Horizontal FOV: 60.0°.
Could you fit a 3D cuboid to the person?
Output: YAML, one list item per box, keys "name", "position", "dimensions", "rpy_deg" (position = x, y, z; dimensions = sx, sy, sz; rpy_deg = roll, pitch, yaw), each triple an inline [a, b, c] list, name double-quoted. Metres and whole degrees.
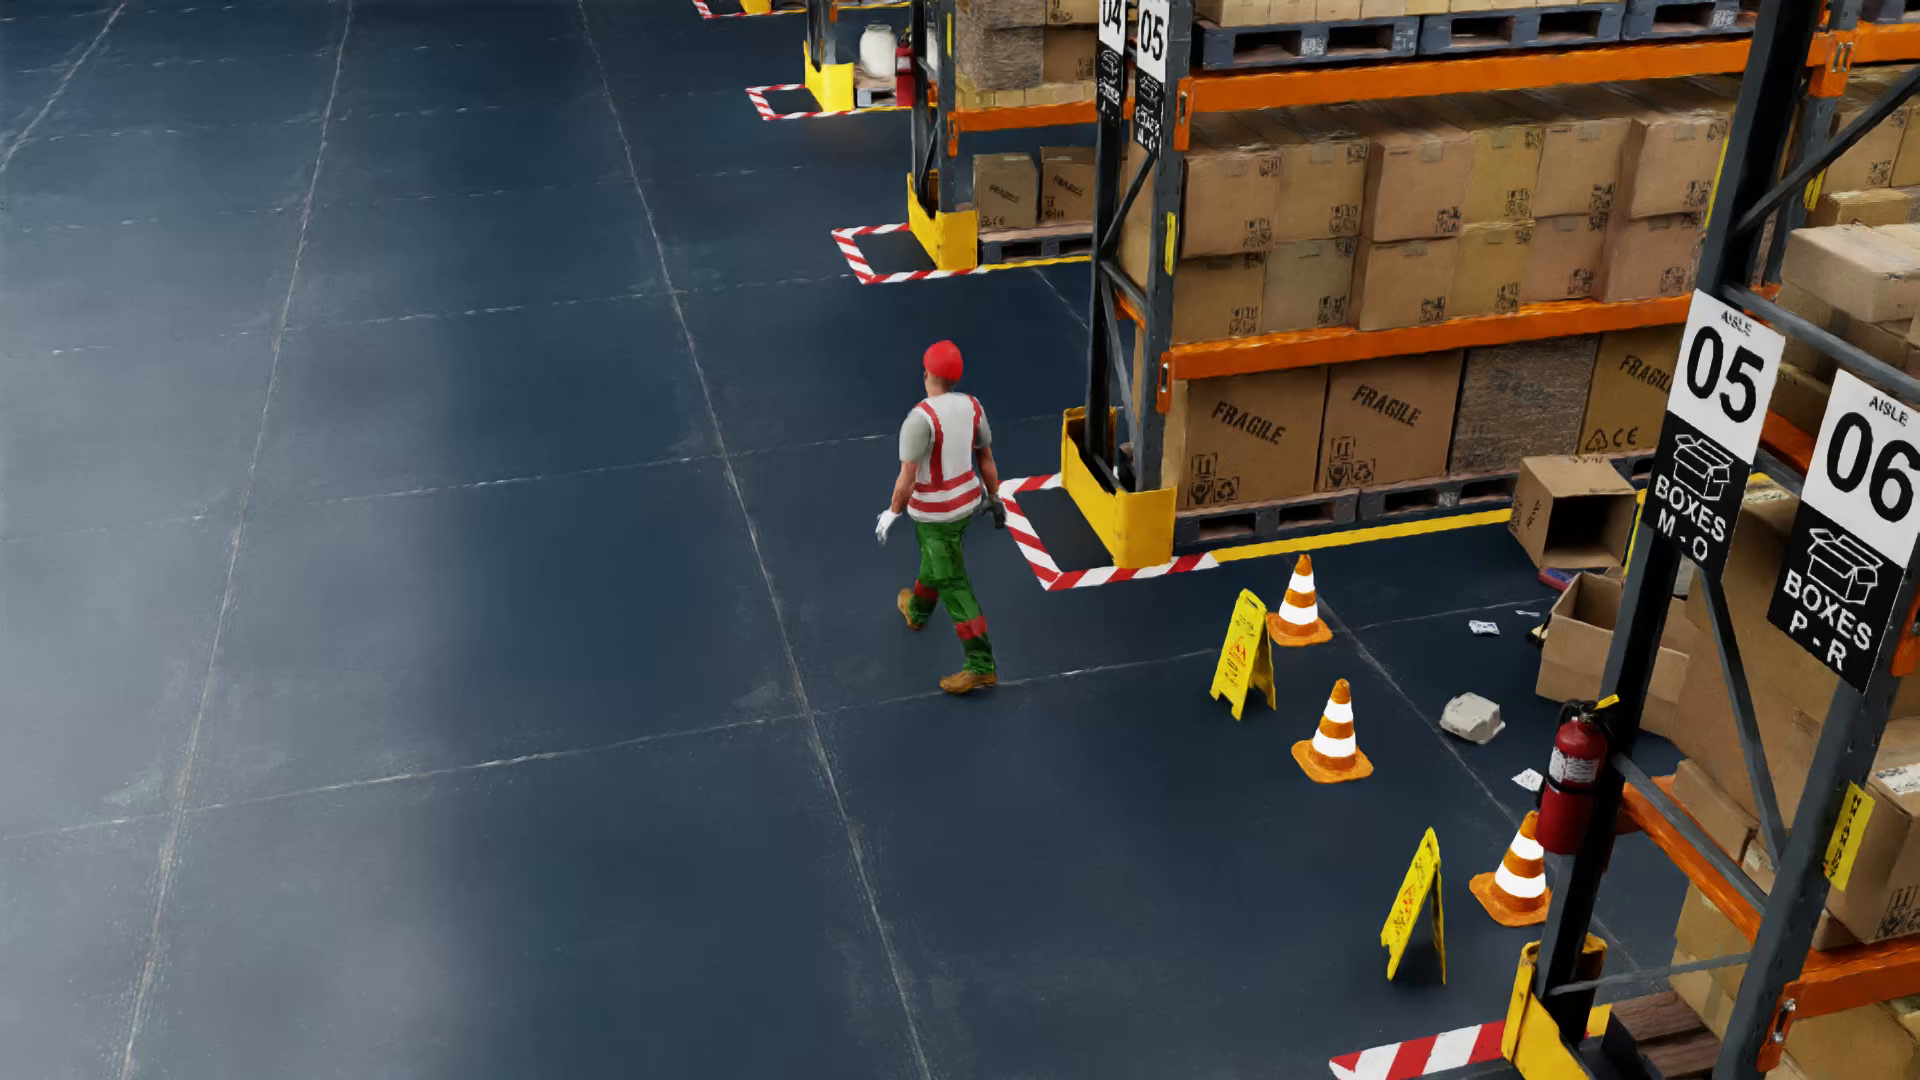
- name: "person"
  position: [-0.098, -0.155, 8.535]
  dimensions: [0.965, 1.751, 0.680]
  rpy_deg: [23, 37, 34]
